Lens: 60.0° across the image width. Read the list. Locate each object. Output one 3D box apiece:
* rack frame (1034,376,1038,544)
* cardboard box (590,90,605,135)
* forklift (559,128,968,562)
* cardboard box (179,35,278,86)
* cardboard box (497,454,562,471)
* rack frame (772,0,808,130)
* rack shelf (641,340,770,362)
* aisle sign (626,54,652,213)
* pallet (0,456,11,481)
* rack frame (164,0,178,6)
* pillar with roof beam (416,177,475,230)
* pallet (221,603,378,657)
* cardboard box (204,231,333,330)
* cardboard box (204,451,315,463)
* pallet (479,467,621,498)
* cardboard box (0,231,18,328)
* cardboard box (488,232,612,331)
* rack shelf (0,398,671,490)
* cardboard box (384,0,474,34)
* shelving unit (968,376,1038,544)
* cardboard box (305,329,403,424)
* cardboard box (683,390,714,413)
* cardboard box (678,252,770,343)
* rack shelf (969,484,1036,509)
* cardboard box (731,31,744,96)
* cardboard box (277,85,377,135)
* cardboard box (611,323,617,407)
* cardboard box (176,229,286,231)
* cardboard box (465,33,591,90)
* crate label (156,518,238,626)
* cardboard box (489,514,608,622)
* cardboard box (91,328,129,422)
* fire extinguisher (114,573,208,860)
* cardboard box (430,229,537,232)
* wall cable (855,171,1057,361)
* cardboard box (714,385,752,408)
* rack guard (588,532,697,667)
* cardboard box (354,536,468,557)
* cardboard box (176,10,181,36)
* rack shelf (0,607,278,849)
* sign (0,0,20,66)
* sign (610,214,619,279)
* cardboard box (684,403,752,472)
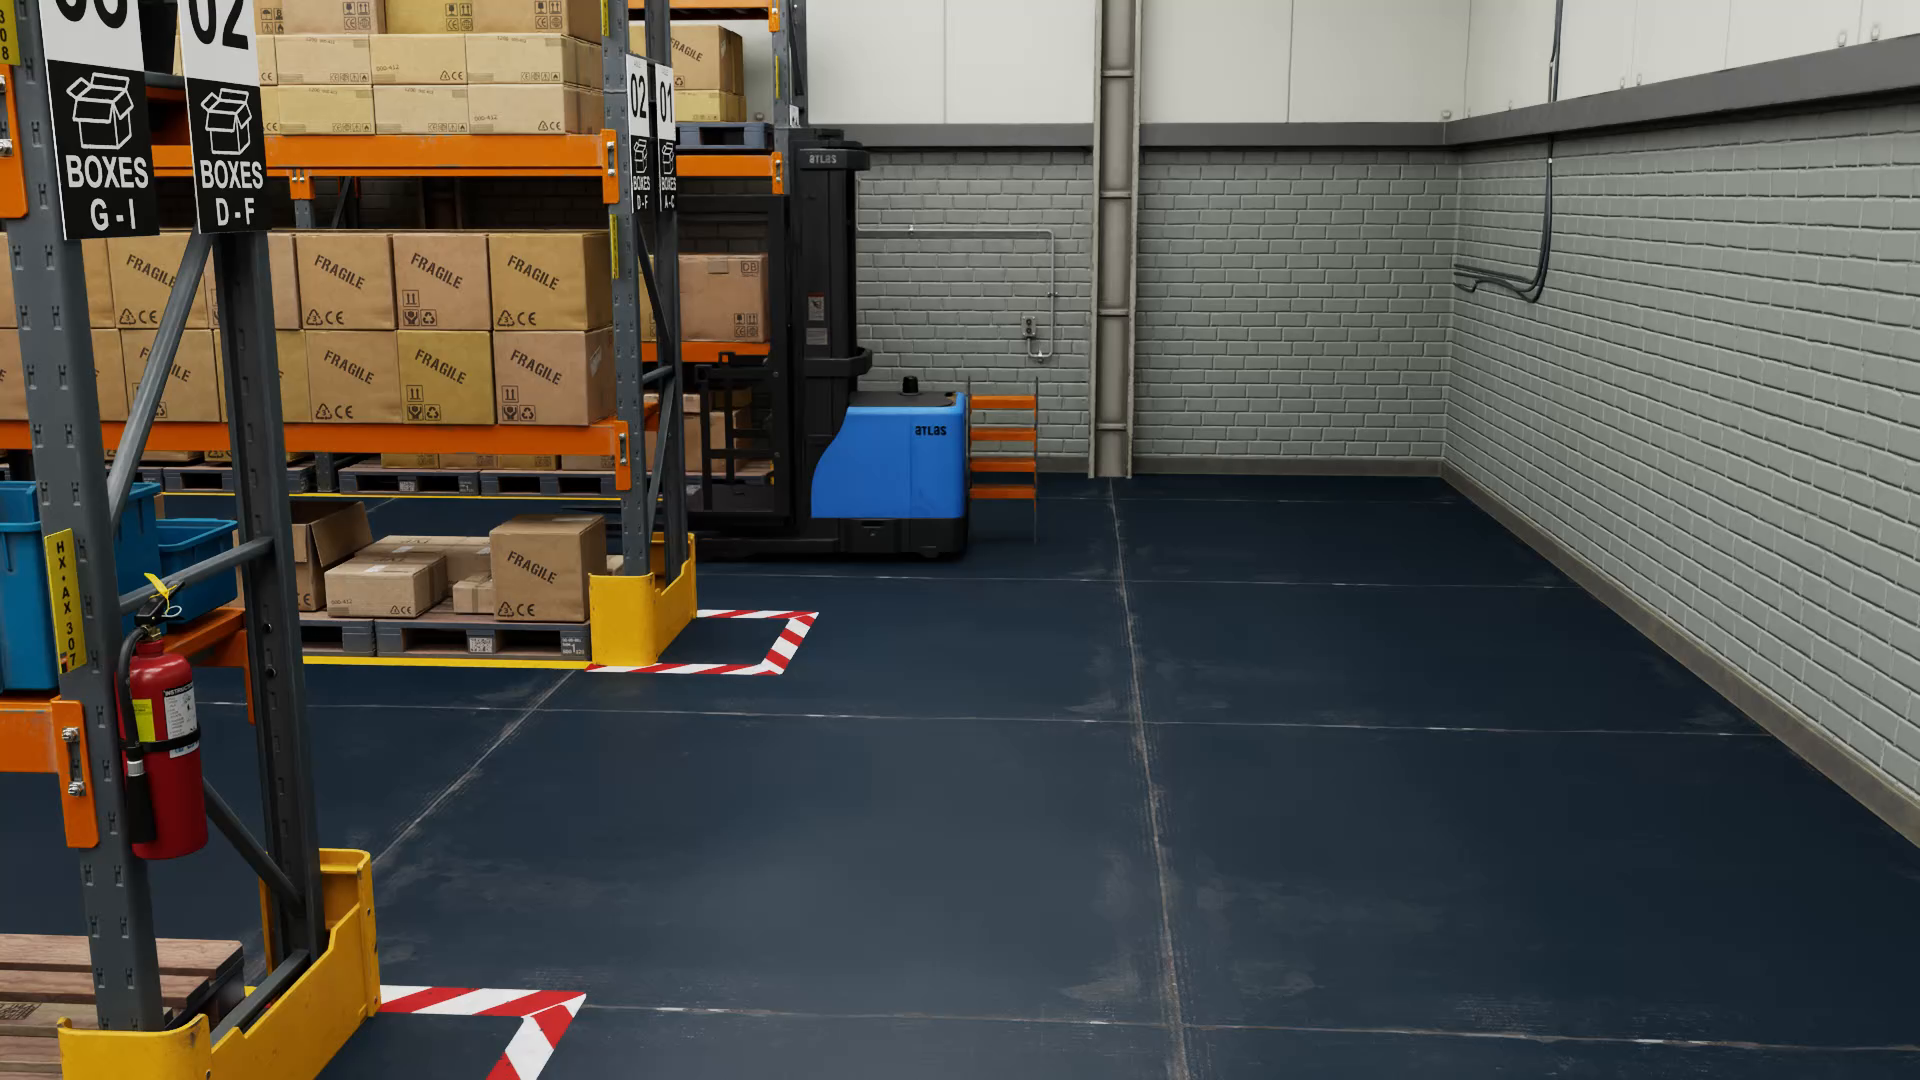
[{"bbox_3d":[0.555,-0.584,12.130,0.015,1.200,0.240,0,12,1],"label":"rack frame"},{"bbox_3d":[-2.217,-2.356,9.245,0.500,0.250,0.500,1,12,4],"label":"cardboard box"},{"bbox_3d":[-1.468,-1.393,11.767,3.031,2.935,1.130,0,12,1],"label":"forklift"},{"bbox_3d":[-3.748,-2.517,8.792,0.500,0.250,0.500,1,12,4],"label":"cardboard box"},{"bbox_3d":[-3.633,-0.905,14.347,0.500,0.500,0.700,1,12,5],"label":"cardboard box"},{"bbox_3d":[-1.394,-4.851,13.479,0.127,3.000,1.000,1,12,4],"label":"rack frame"},{"bbox_3d":[-3.389,-1.590,14.298,4.000,0.370,1.077,1,12,4],"label":"rack shelf"},{"bbox_3d":[-1.674,-2.111,8.685,0.004,0.787,0.394,1,12,4],"label":"aisle sign"},{"bbox_3d":[-8.594,-0.633,14.777,1.213,0.211,1.003,1,12,4],"label":"pallet"},{"bbox_3d":[-2.056,-2.827,3.804,0.127,3.000,1.000,1,12,4],"label":"rack frame"},{"bbox_3d":[-4.916,-4.193,10.335,0.400,9.000,9.100,1,12,4],"label":"pillar with roof beam"},{"bbox_3d":[-3.807,0.434,9.679,1.213,0.211,1.003,1,12,4],"label":"pallet"},{"bbox_3d":[-3.718,-1.410,8.998,0.500,0.500,0.500,1,12,6],"label":"cardboard box"},{"bbox_3d":[-6.042,-1.105,14.448,0.750,0.750,0.750,1,12,4],"label":"cardboard box"},{"bbox_3d":[-3.411,-0.562,14.437,1.213,0.211,1.003,1,12,4],"label":"pallet"},{"bbox_3d":[-5.261,-1.431,9.099,0.500,0.500,0.500,1,12,5],"label":"cardboard box"},{"bbox_3d":[-2.184,-1.390,8.903,0.500,0.500,0.500,1,12,3],"label":"cardboard box"},{"bbox_3d":[-3.717,-0.577,9.460,4.000,0.370,1.077,1,12,4],"label":"rack shelf"},{"bbox_3d":[-2.728,-2.937,8.968,0.500,0.500,0.700,1,12,4],"label":"cardboard box"},{"bbox_3d":[0.311,-0.585,12.136,0.503,1.200,0.258,0,12,1],"label":"shelving unit"},{"bbox_3d":[-3.202,-0.916,9.077,0.500,0.500,0.500,1,12,4],"label":"cardboard box"},{"bbox_3d":[-2.239,-1.167,14.018,0.250,0.149,0.380,1,12,3],"label":"cardboard box"},{"bbox_3d":[-1.903,-2.066,14.086,0.700,0.700,0.980,1,12,6],"label":"cardboard box"},{"bbox_3d":[0.311,-0.325,12.190,0.480,0.148,0.258,0,12,1],"label":"rack shelf"},{"bbox_3d":[-2.106,-3.990,13.955,0.500,0.500,0.500,0,12,2],"label":"cardboard box"},{"bbox_3d":[-3.249,-2.263,8.803,0.500,0.250,0.500,1,12,4],"label":"cardboard box"},{"bbox_3d":[-2.146,-1.011,9.531,0.500,0.500,0.500,1,12,5],"label":"cardboard box"},{"bbox_3d":[-4.176,-1.528,9.560,0.500,0.500,0.500,1,12,4],"label":"cardboard box"},{"bbox_3d":[-2.251,-2.497,8.697,0.500,0.250,0.500,1,12,4],"label":"cardboard box"},{"bbox_3d":[-2.280,0.092,4.767,0.303,0.233,0.416,1,12,4],"label":"crate label"},{"bbox_3d":[-2.280,0.149,9.261,0.500,0.500,0.500,1,12,4],"label":"cardboard box"},{"bbox_3d":[-4.711,-0.937,9.177,0.500,0.500,0.500,1,12,5],"label":"cardboard box"},{"bbox_3d":[-1.936,0.425,4.010,0.183,0.674,0.296,1,12,4],"label":"fire extinguisher"},{"bbox_3d":[-2.668,-1.506,9.456,0.500,0.500,0.500,1,12,4],"label":"cardboard box"},{"bbox_3d":[-0.053,-2.587,14.829,1.851,1.984,0.084,1,12,4],"label":"wall cable"},{"bbox_3d":[-1.961,-1.242,14.375,0.250,0.149,0.380,1,12,4],"label":"cardboard box"},{"bbox_3d":[-1.797,0.320,9.516,0.348,0.500,1.175,1,12,4],"label":"rack guard"},{"bbox_3d":[-3.243,0.149,9.870,0.500,0.250,0.500,1,12,4],"label":"cardboard box"},{"bbox_3d":[-4.236,-2.923,8.905,0.500,0.500,0.700,1,12,4],"label":"cardboard box"},{"bbox_3d":[-4.052,0.434,4.622,4.000,0.370,1.077,1,12,4],"label":"rack shelf"},{"bbox_3d":[-2.077,-1.195,3.583,0.005,0.325,0.100,1,12,4],"label":"sign"},{"bbox_3d":[-1.778,-1.511,8.564,0.005,0.325,0.100,1,12,4],"label":"sign"},{"bbox_3d":[-2.099,-0.885,14.254,0.500,0.500,0.700,1,12,4],"label":"cardboard box"}]
